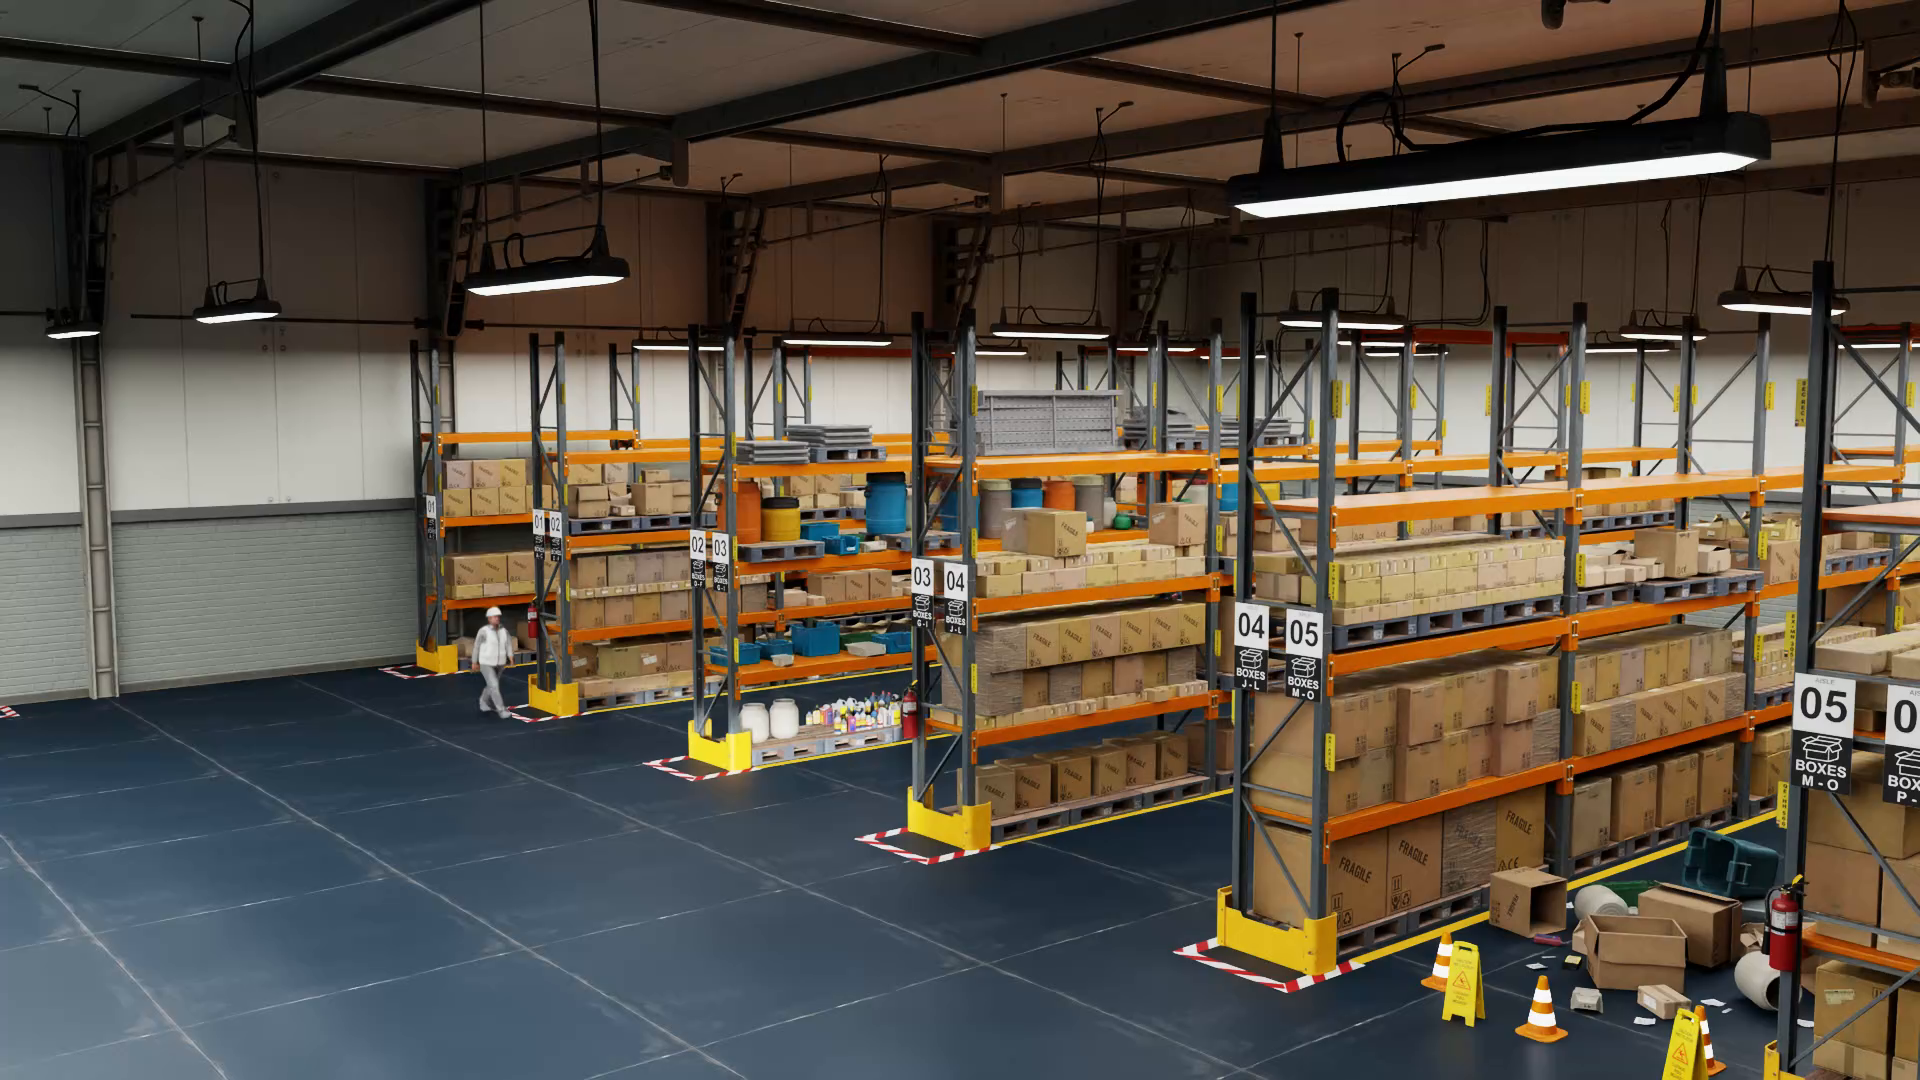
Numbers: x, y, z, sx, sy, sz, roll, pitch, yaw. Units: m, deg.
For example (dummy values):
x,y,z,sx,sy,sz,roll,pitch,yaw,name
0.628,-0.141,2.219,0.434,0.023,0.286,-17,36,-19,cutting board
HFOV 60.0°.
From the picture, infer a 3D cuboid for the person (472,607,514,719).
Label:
x,y,z,sx,sy,sz,roll,pitch,yaw,name
-7.260,1.896,25.905,0.584,1.700,1.102,-5,7,-43,person
